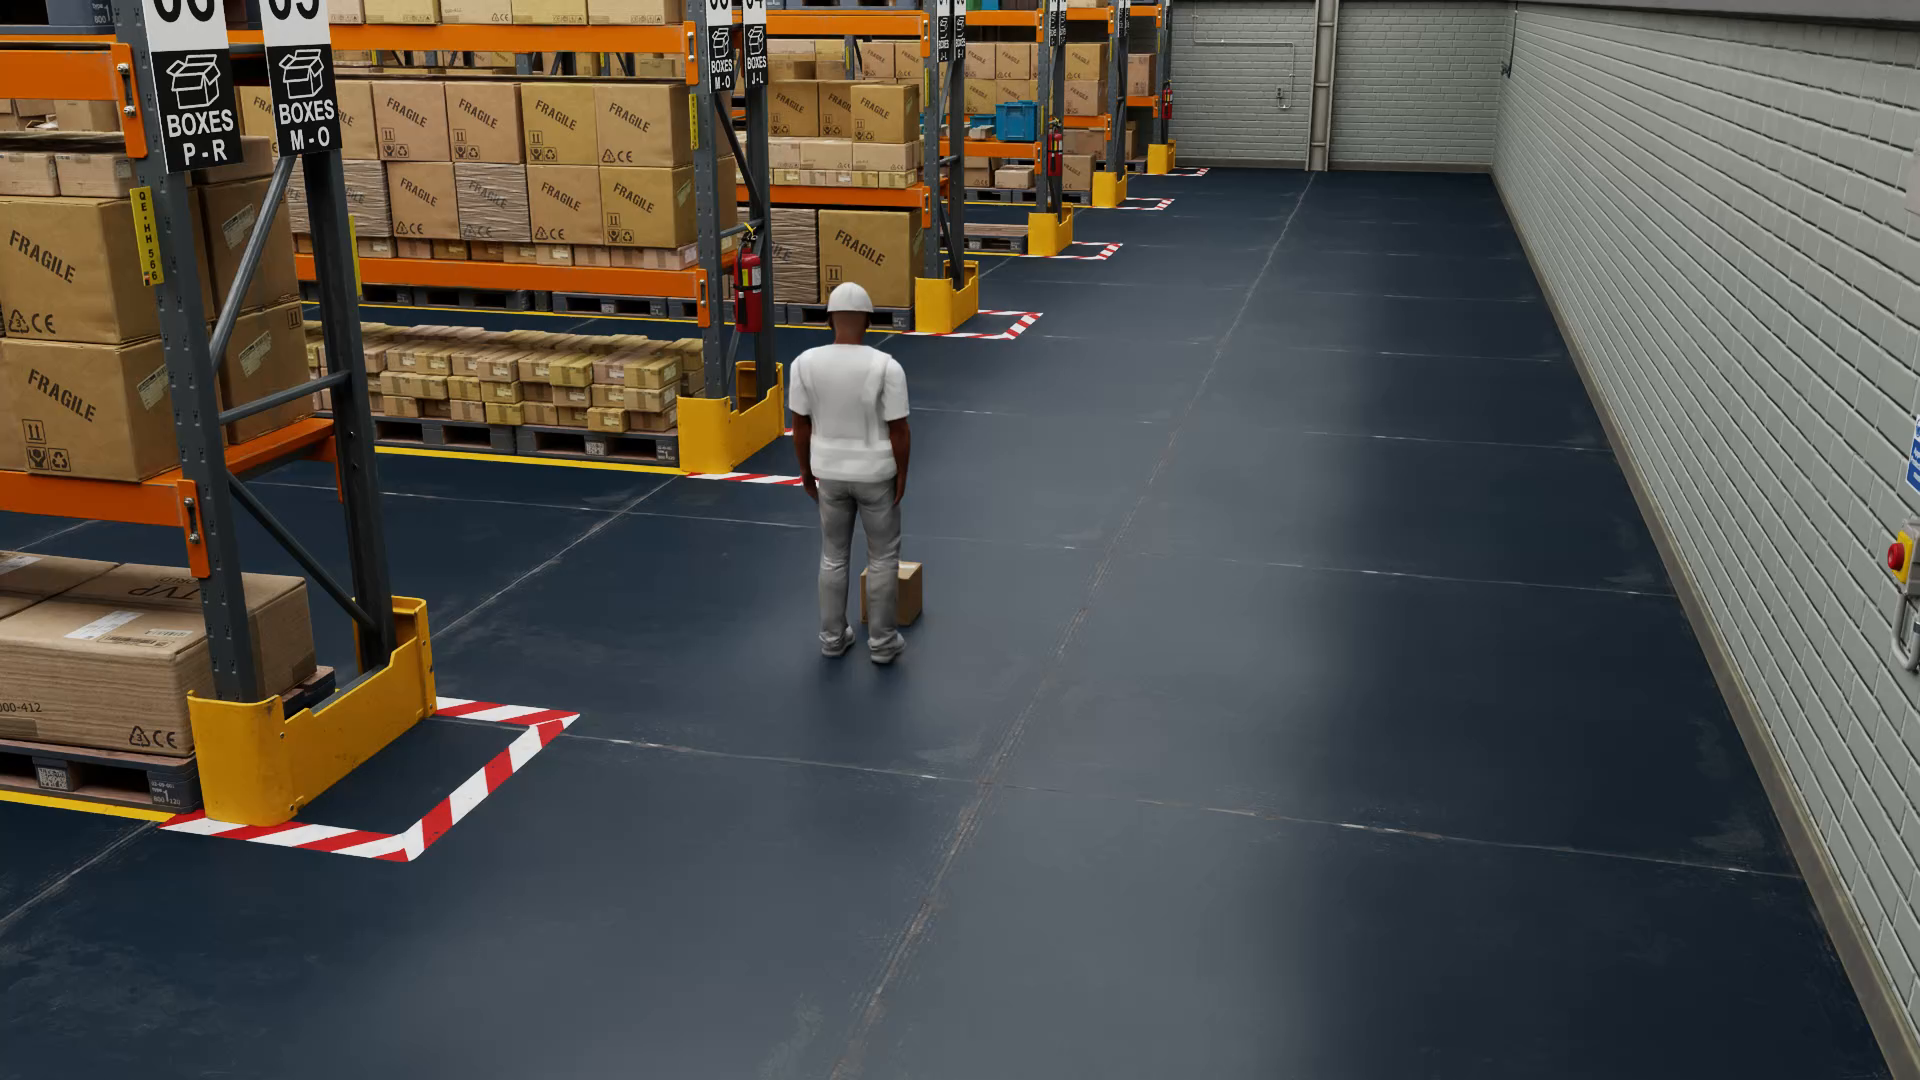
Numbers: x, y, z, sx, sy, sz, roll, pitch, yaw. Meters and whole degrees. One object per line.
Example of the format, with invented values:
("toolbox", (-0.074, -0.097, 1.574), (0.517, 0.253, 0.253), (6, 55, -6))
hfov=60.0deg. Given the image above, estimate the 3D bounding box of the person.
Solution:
("person", (-0.493, -0.305, 7.672), (0.567, 1.764, 0.363), (5, 19, 15))
